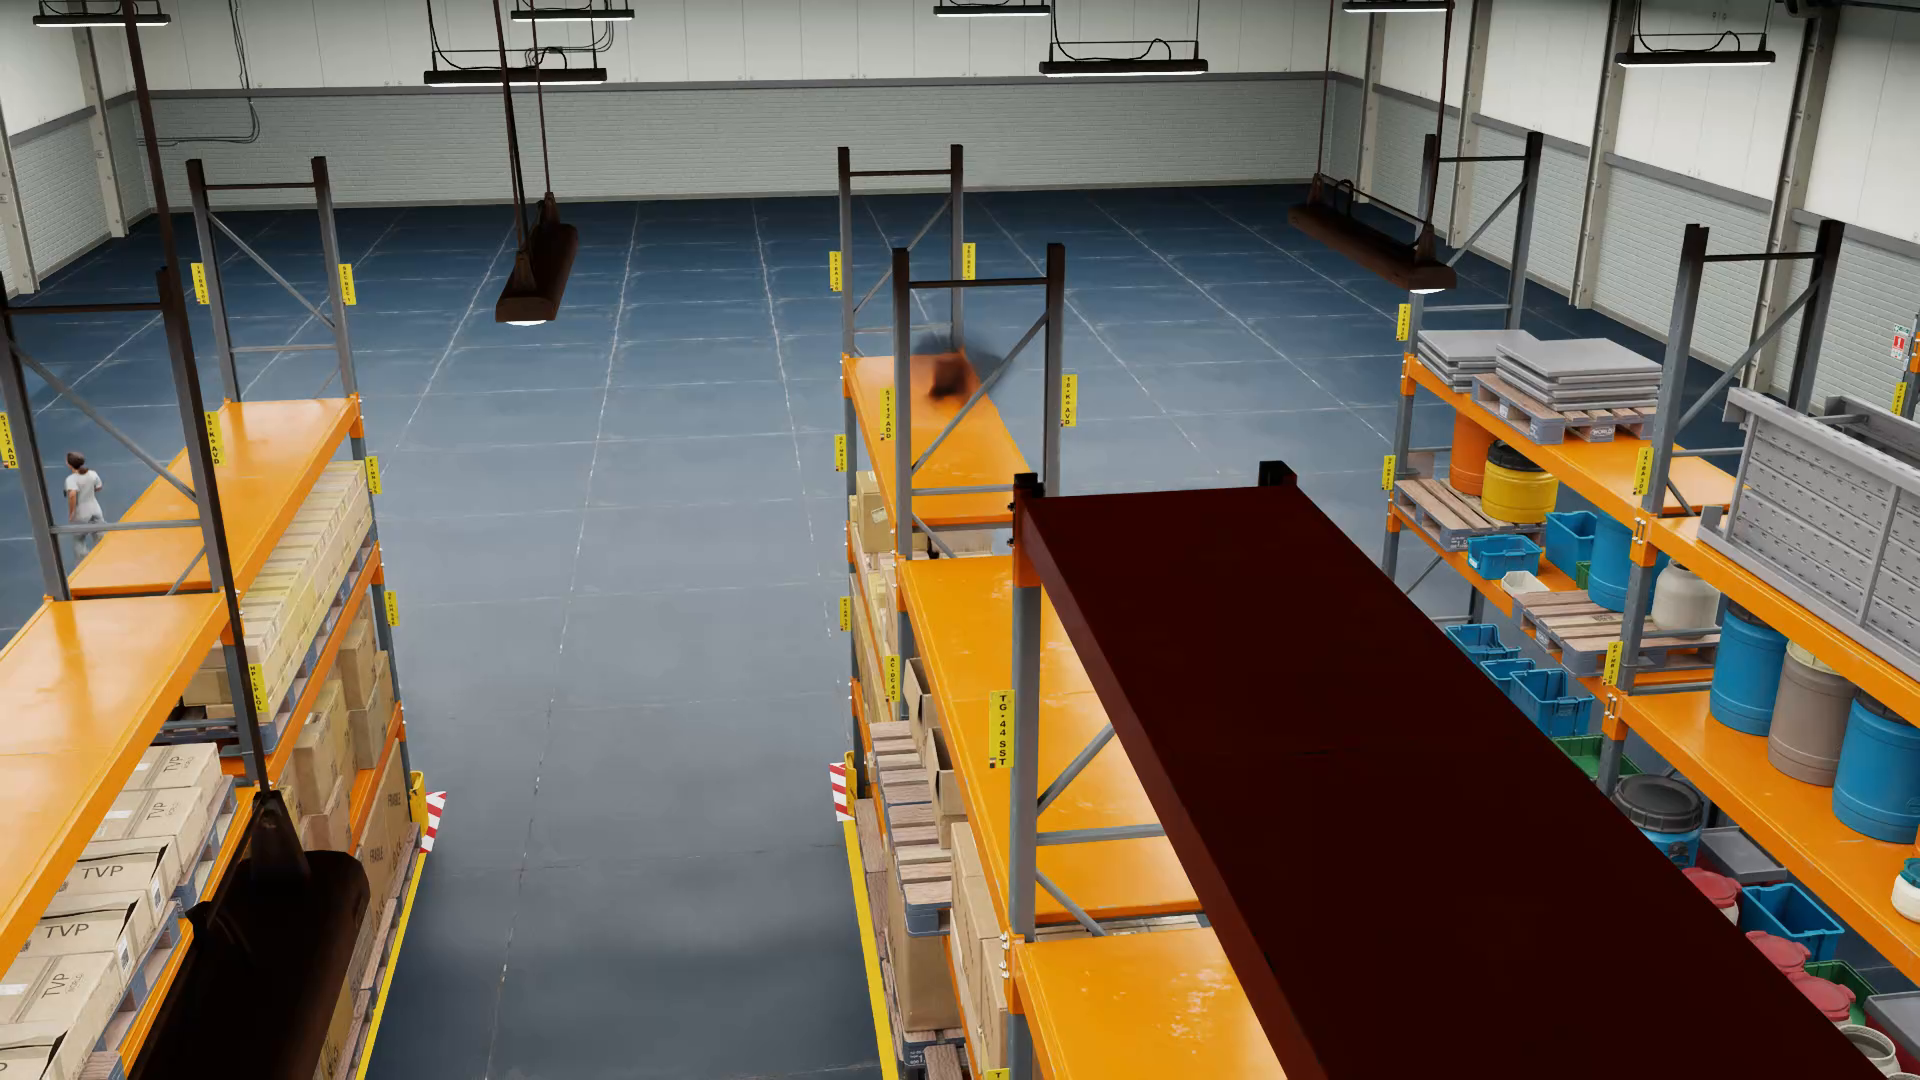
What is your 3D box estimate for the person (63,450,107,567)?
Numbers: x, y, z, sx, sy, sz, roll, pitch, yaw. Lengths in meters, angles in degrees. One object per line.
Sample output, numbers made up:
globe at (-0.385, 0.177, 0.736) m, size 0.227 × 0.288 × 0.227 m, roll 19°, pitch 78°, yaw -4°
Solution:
person at (-10.457, -0.253, 19.958) m, size 0.894 × 1.697 × 0.583 m, roll 12°, pitch 25°, yaw 28°
